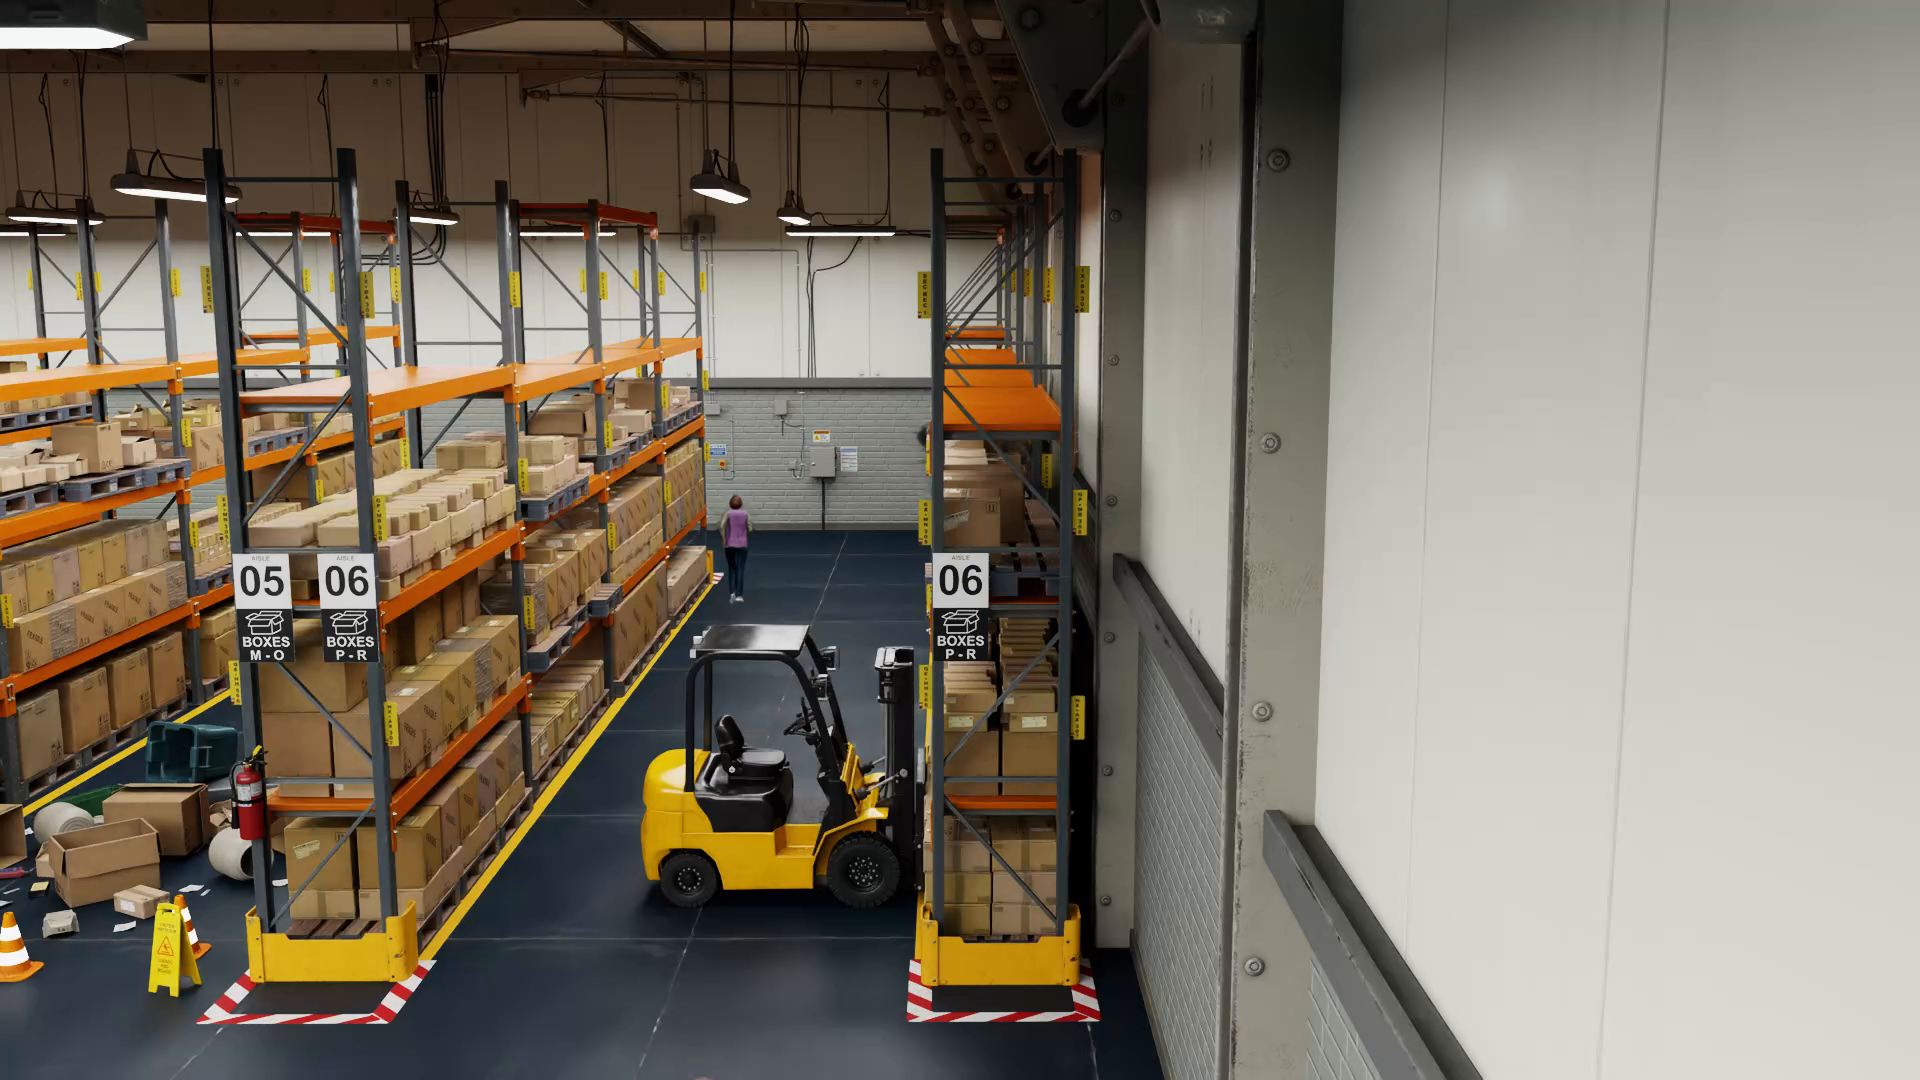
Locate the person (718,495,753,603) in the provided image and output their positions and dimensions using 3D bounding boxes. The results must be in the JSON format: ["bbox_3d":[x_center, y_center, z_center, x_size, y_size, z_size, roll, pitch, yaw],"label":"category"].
[{"bbox_3d":[-3.315,0.168,24.715,0.481,1.657,0.726,0,9,-1],"label":"person"}]
